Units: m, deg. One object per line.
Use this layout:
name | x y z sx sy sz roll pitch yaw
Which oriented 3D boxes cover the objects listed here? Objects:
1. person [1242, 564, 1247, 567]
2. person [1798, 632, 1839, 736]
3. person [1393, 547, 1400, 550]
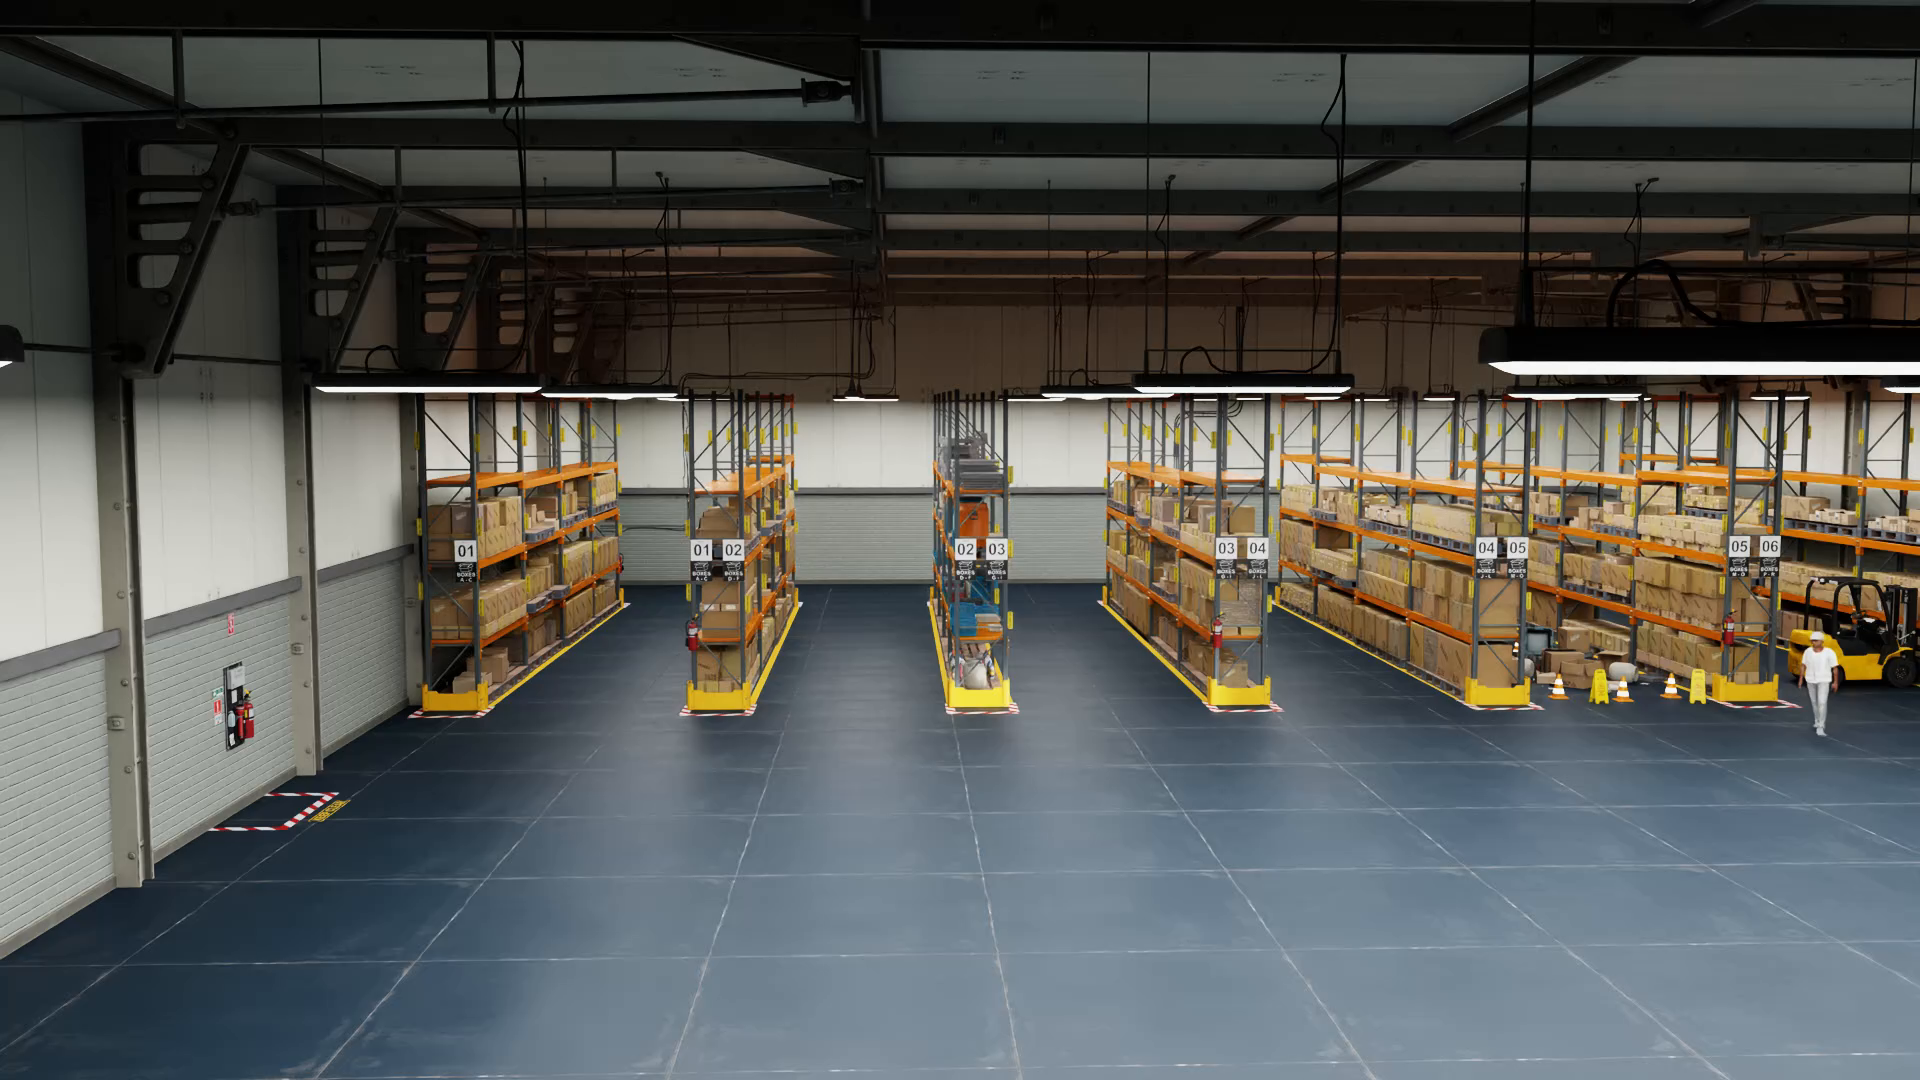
person | 8.167 0.867 48.910 0.600 1.708 1.085 0 5 0
person | 14.988 2.473 29.043 0.868 1.743 0.616 -4 6 -42
person | 12.121 1.071 46.176 0.571 1.774 0.452 -5 6 -44
